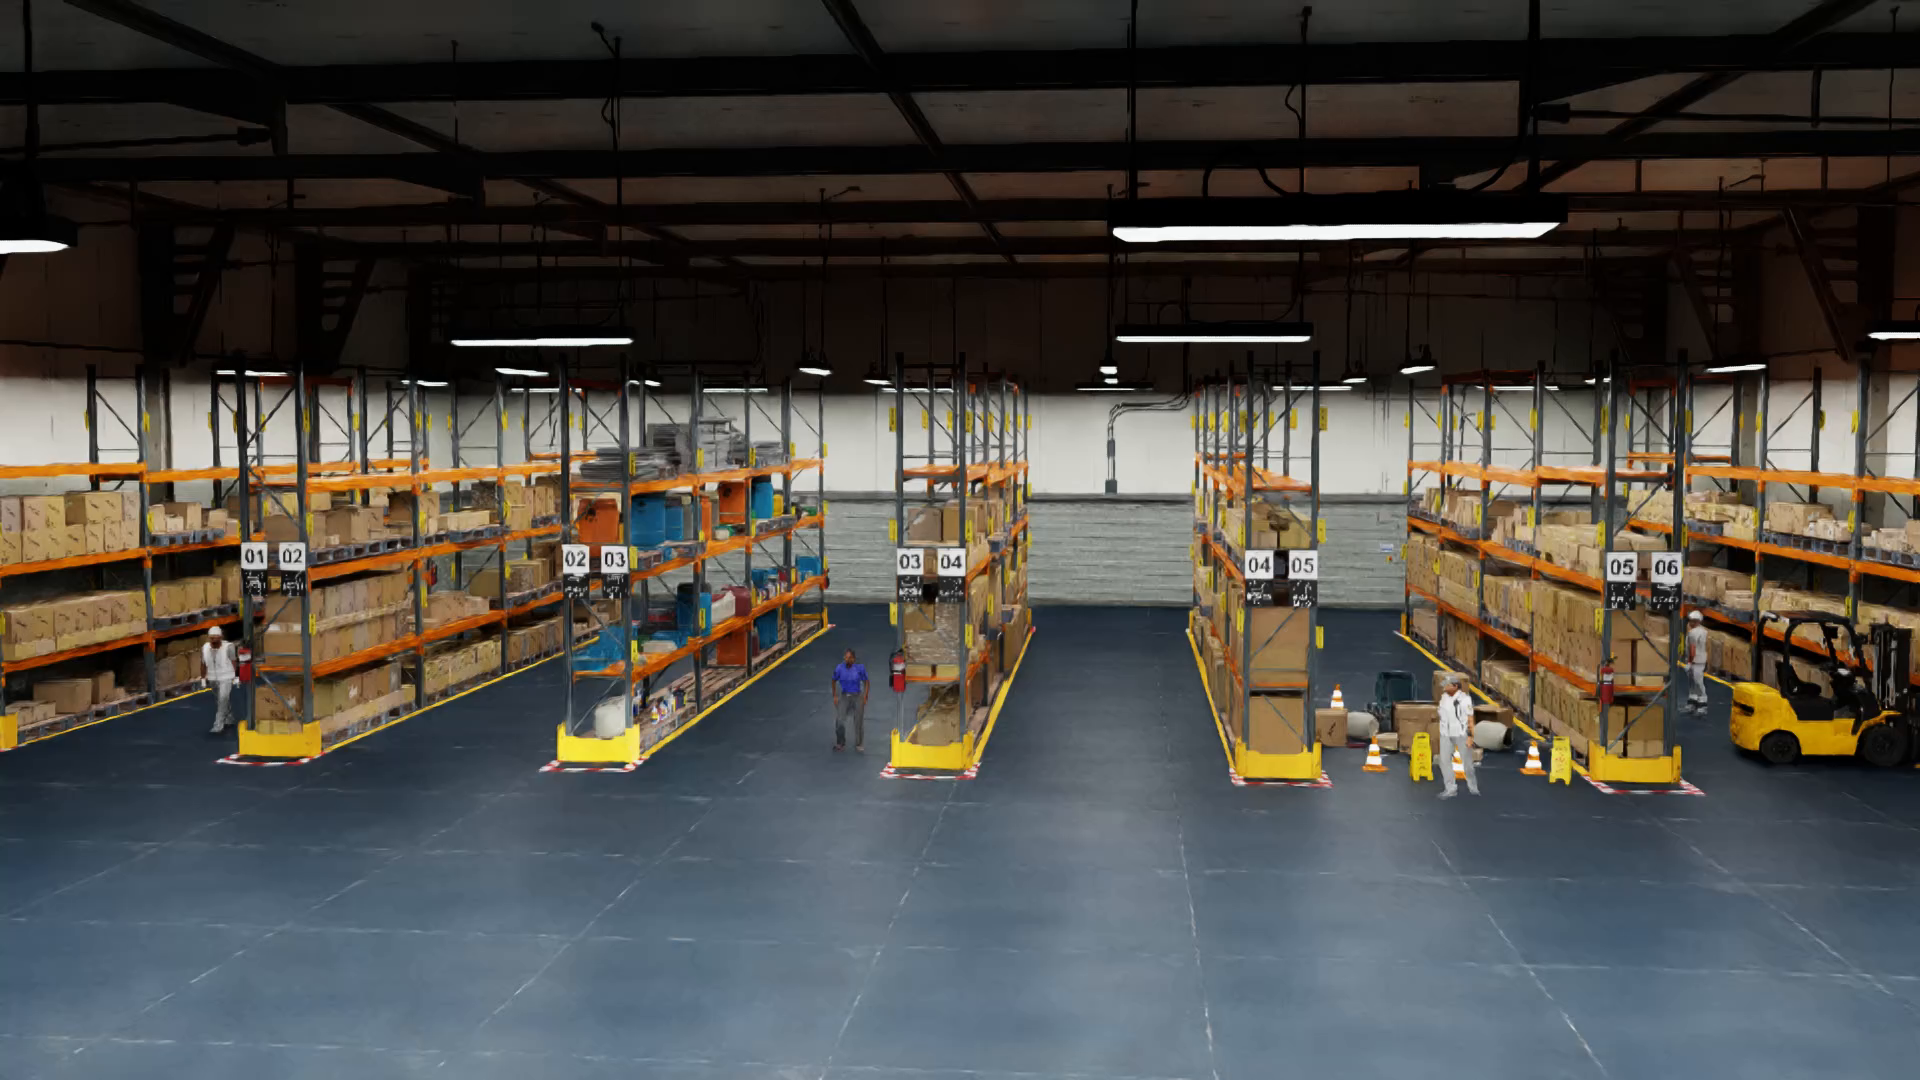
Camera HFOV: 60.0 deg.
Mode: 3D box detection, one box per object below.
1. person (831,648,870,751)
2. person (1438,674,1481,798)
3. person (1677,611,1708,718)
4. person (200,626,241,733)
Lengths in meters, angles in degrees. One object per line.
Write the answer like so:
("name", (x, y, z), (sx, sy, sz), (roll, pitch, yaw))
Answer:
("person", (-1.660, 2.417, 25.231), (0.592, 1.604, 0.518), (0, 4, 5))
("person", (6.660, 2.607, 22.227), (0.558, 1.652, 0.512), (-4, 6, -43))
("person", (12.453, 2.089, 28.250), (0.569, 1.786, 0.653), (3, 5, 34))
("person", (-11.975, 2.198, 26.907), (0.571, 1.657, 0.933), (0, 4, 3))
